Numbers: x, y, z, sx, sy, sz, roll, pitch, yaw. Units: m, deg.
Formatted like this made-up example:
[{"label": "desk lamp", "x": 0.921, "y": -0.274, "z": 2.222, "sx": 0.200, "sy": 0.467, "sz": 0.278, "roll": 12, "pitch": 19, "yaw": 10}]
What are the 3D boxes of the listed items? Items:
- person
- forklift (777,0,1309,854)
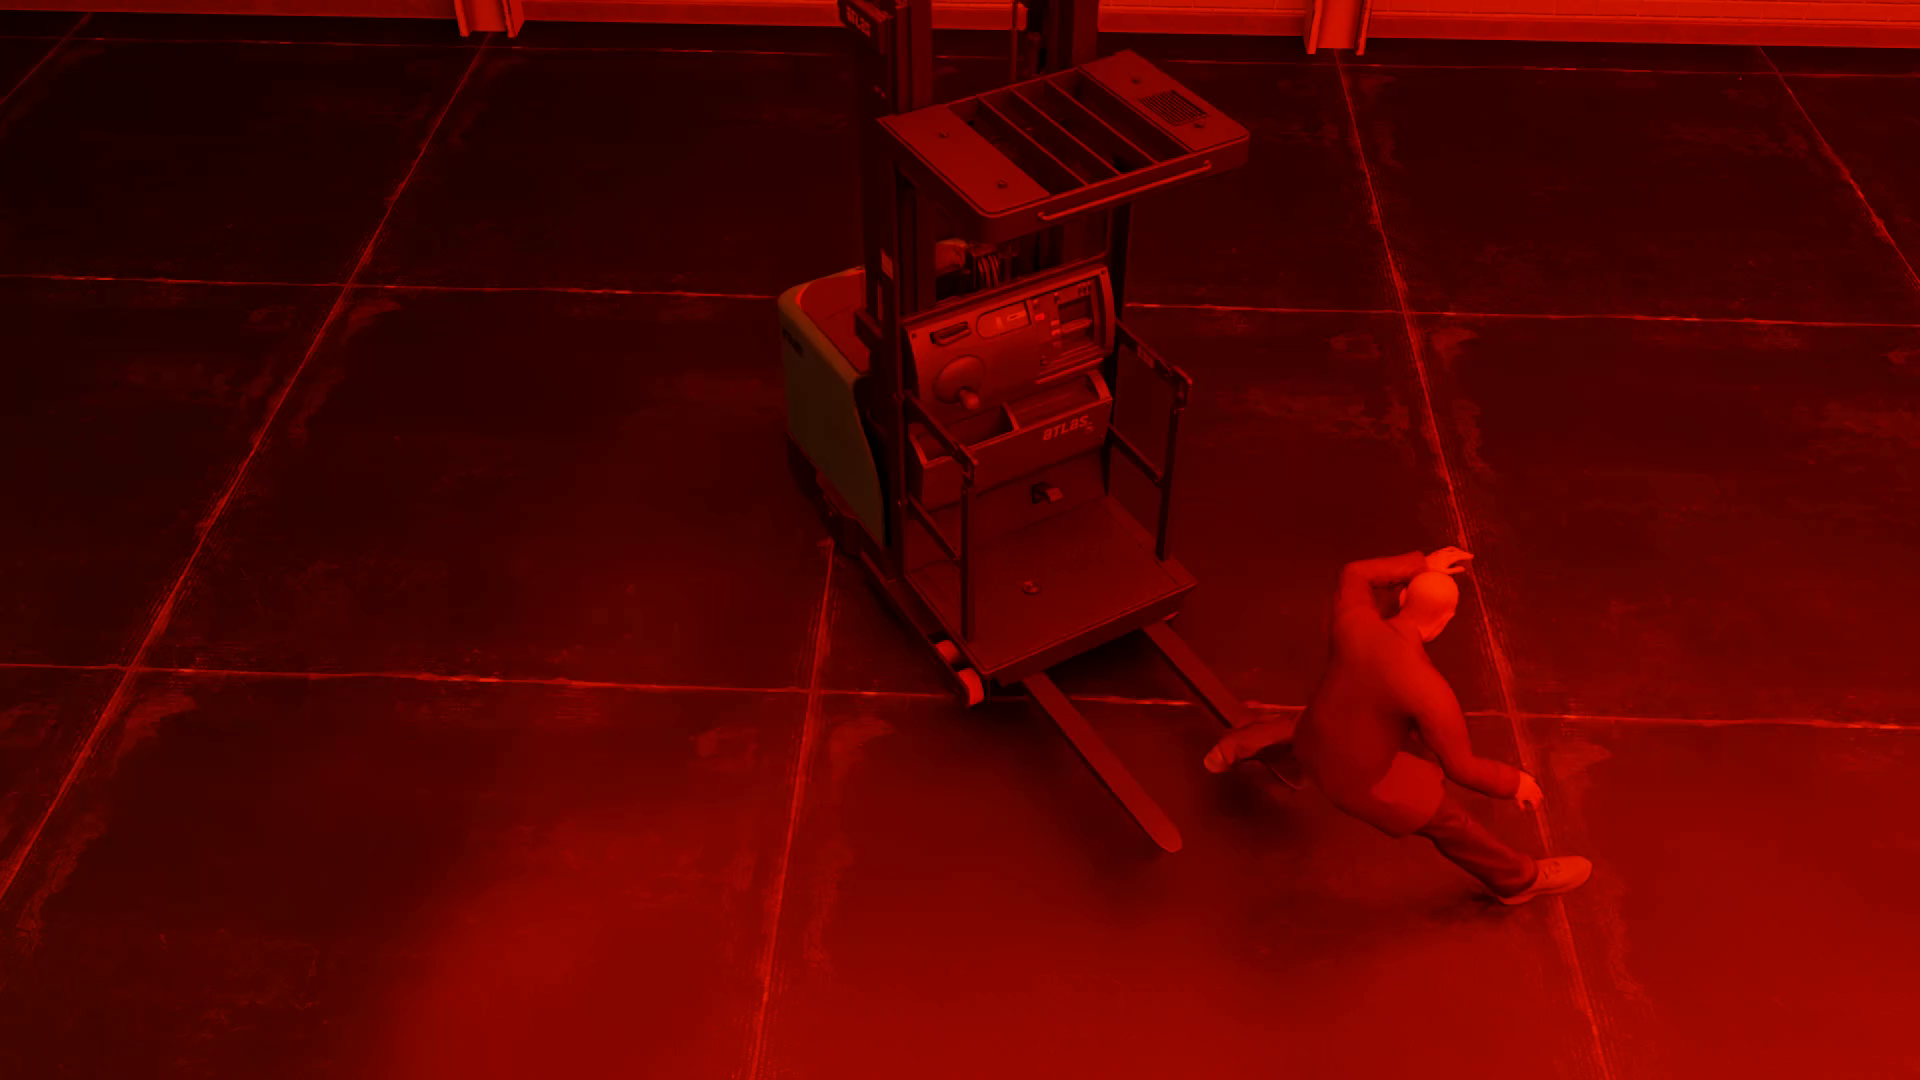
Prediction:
[{"label": "person", "x": 1.658, "y": 0.656, "z": 6.115, "sx": 1.150, "sy": 1.428, "sz": 1.091, "roll": -13, "pitch": 44, "yaw": -14}, {"label": "forklift", "x": 0.325, "y": -0.727, "z": 6.539, "sx": 1.130, "sy": 2.935, "sz": 3.031, "roll": -21, "pitch": 47, "yaw": -22}]
